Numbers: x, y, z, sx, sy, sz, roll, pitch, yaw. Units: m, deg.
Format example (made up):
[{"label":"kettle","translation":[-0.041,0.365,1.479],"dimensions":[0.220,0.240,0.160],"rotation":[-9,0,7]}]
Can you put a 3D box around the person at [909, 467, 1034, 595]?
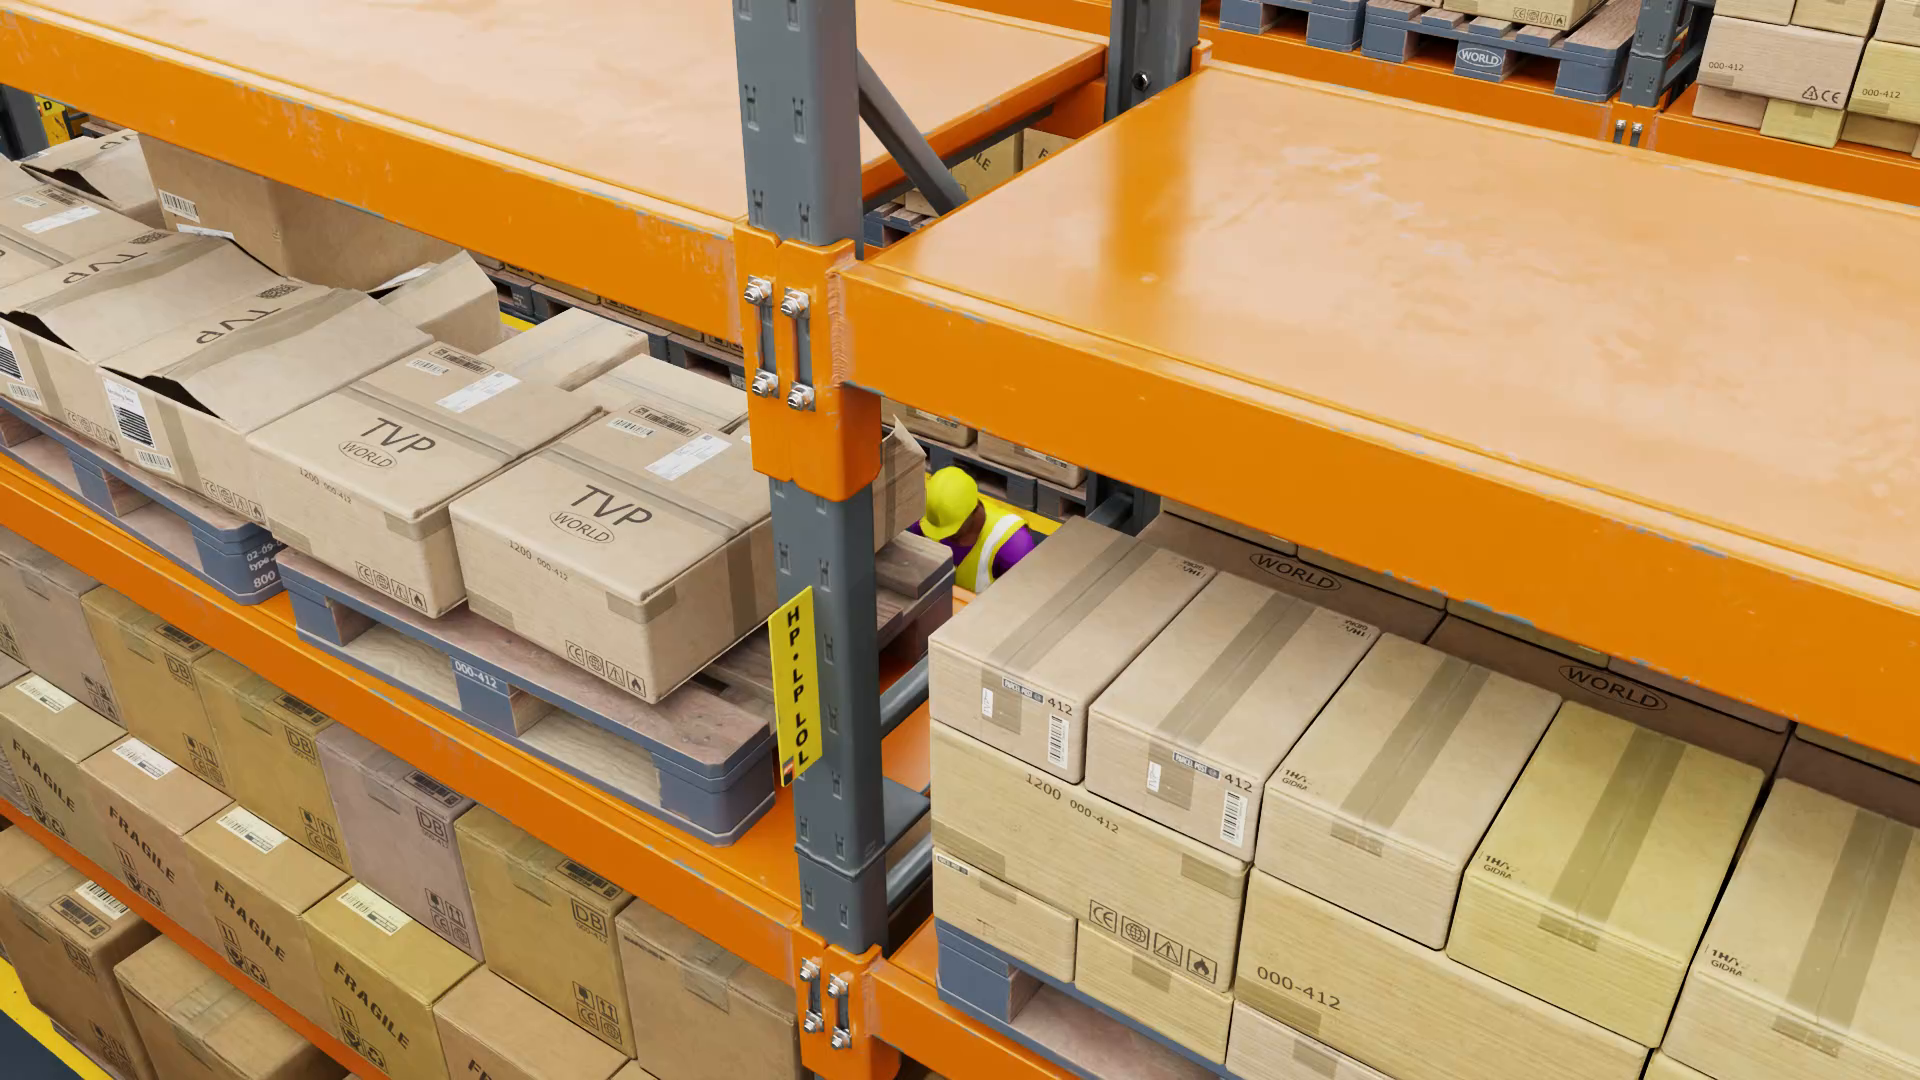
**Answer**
[{"label":"person","translation":[0.028,0.381,6.814],"dimensions":[0.602,1.683,0.508],"rotation":[23,40,29]}]
